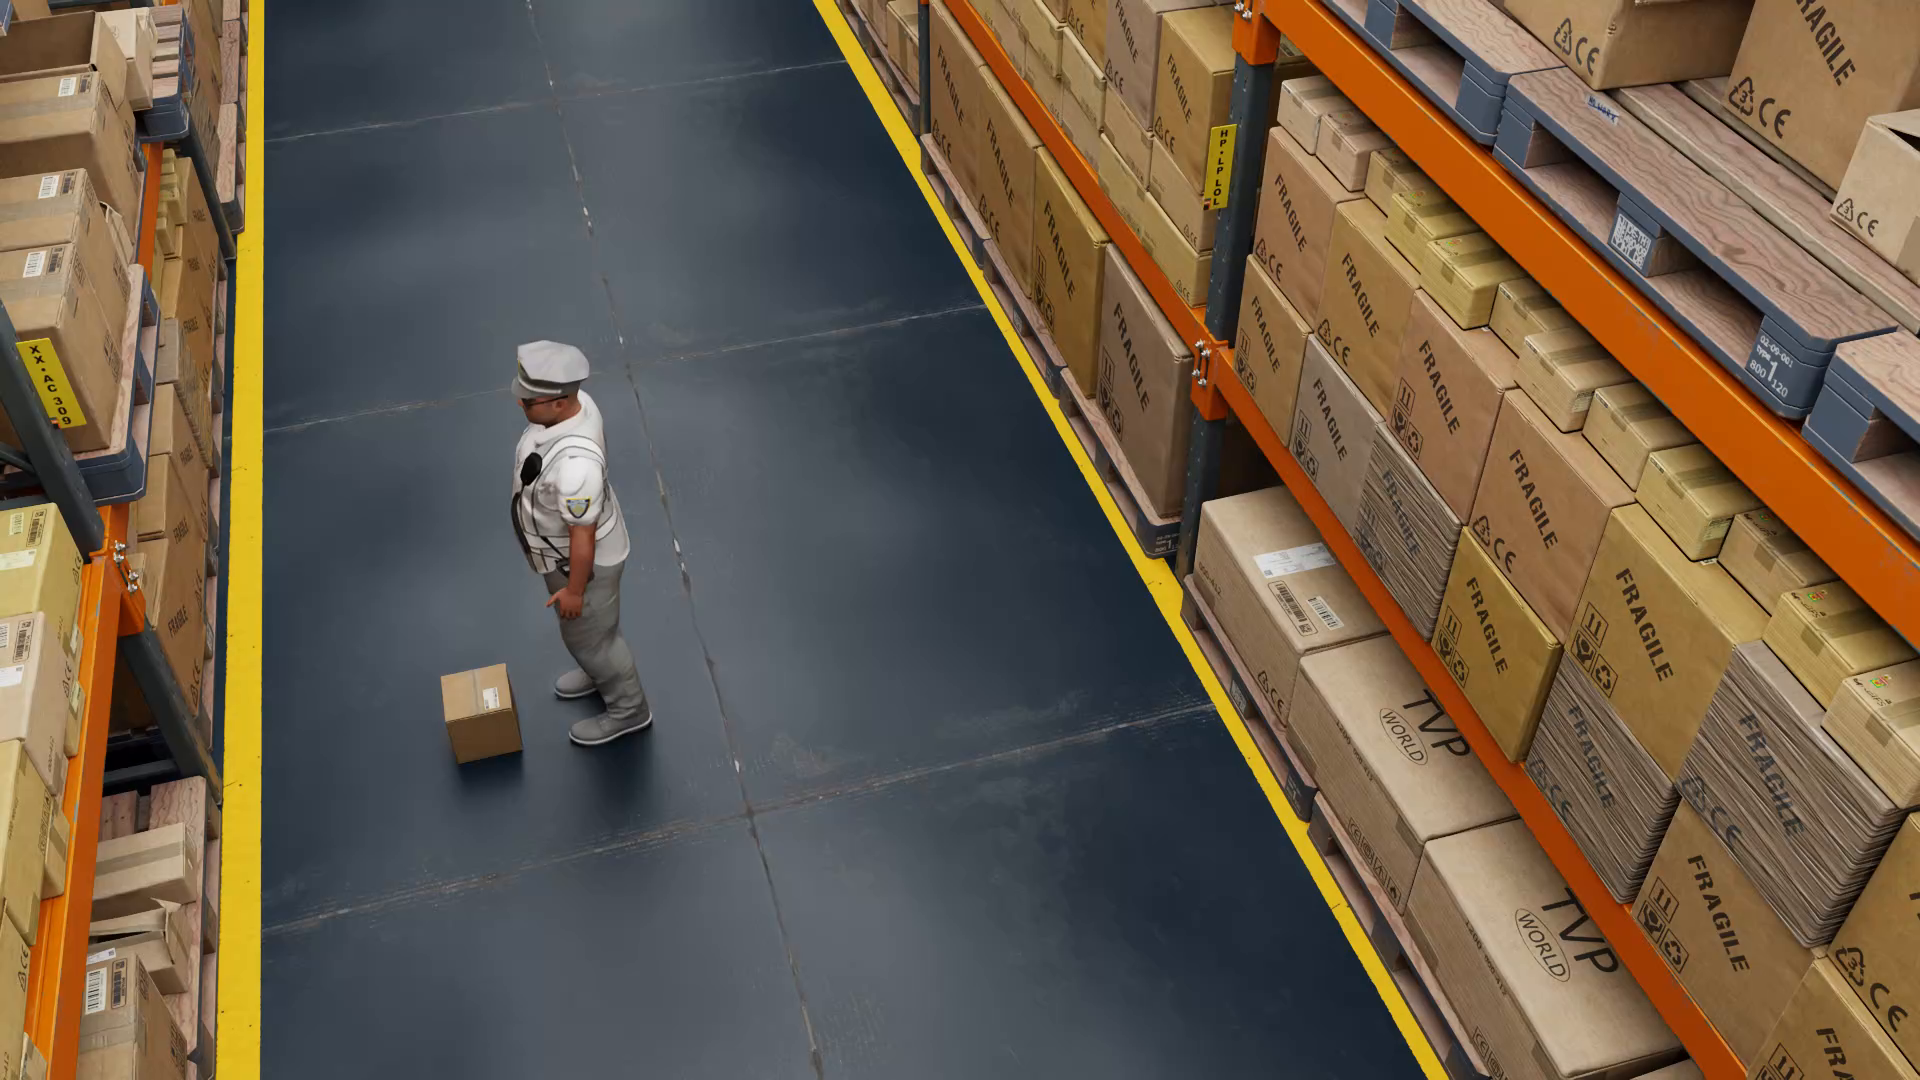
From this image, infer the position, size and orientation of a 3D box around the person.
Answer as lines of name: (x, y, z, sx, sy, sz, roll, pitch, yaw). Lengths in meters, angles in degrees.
person: (-1.418, 0.031, 6.114, 0.397, 1.762, 0.534, -11, 43, -12)
